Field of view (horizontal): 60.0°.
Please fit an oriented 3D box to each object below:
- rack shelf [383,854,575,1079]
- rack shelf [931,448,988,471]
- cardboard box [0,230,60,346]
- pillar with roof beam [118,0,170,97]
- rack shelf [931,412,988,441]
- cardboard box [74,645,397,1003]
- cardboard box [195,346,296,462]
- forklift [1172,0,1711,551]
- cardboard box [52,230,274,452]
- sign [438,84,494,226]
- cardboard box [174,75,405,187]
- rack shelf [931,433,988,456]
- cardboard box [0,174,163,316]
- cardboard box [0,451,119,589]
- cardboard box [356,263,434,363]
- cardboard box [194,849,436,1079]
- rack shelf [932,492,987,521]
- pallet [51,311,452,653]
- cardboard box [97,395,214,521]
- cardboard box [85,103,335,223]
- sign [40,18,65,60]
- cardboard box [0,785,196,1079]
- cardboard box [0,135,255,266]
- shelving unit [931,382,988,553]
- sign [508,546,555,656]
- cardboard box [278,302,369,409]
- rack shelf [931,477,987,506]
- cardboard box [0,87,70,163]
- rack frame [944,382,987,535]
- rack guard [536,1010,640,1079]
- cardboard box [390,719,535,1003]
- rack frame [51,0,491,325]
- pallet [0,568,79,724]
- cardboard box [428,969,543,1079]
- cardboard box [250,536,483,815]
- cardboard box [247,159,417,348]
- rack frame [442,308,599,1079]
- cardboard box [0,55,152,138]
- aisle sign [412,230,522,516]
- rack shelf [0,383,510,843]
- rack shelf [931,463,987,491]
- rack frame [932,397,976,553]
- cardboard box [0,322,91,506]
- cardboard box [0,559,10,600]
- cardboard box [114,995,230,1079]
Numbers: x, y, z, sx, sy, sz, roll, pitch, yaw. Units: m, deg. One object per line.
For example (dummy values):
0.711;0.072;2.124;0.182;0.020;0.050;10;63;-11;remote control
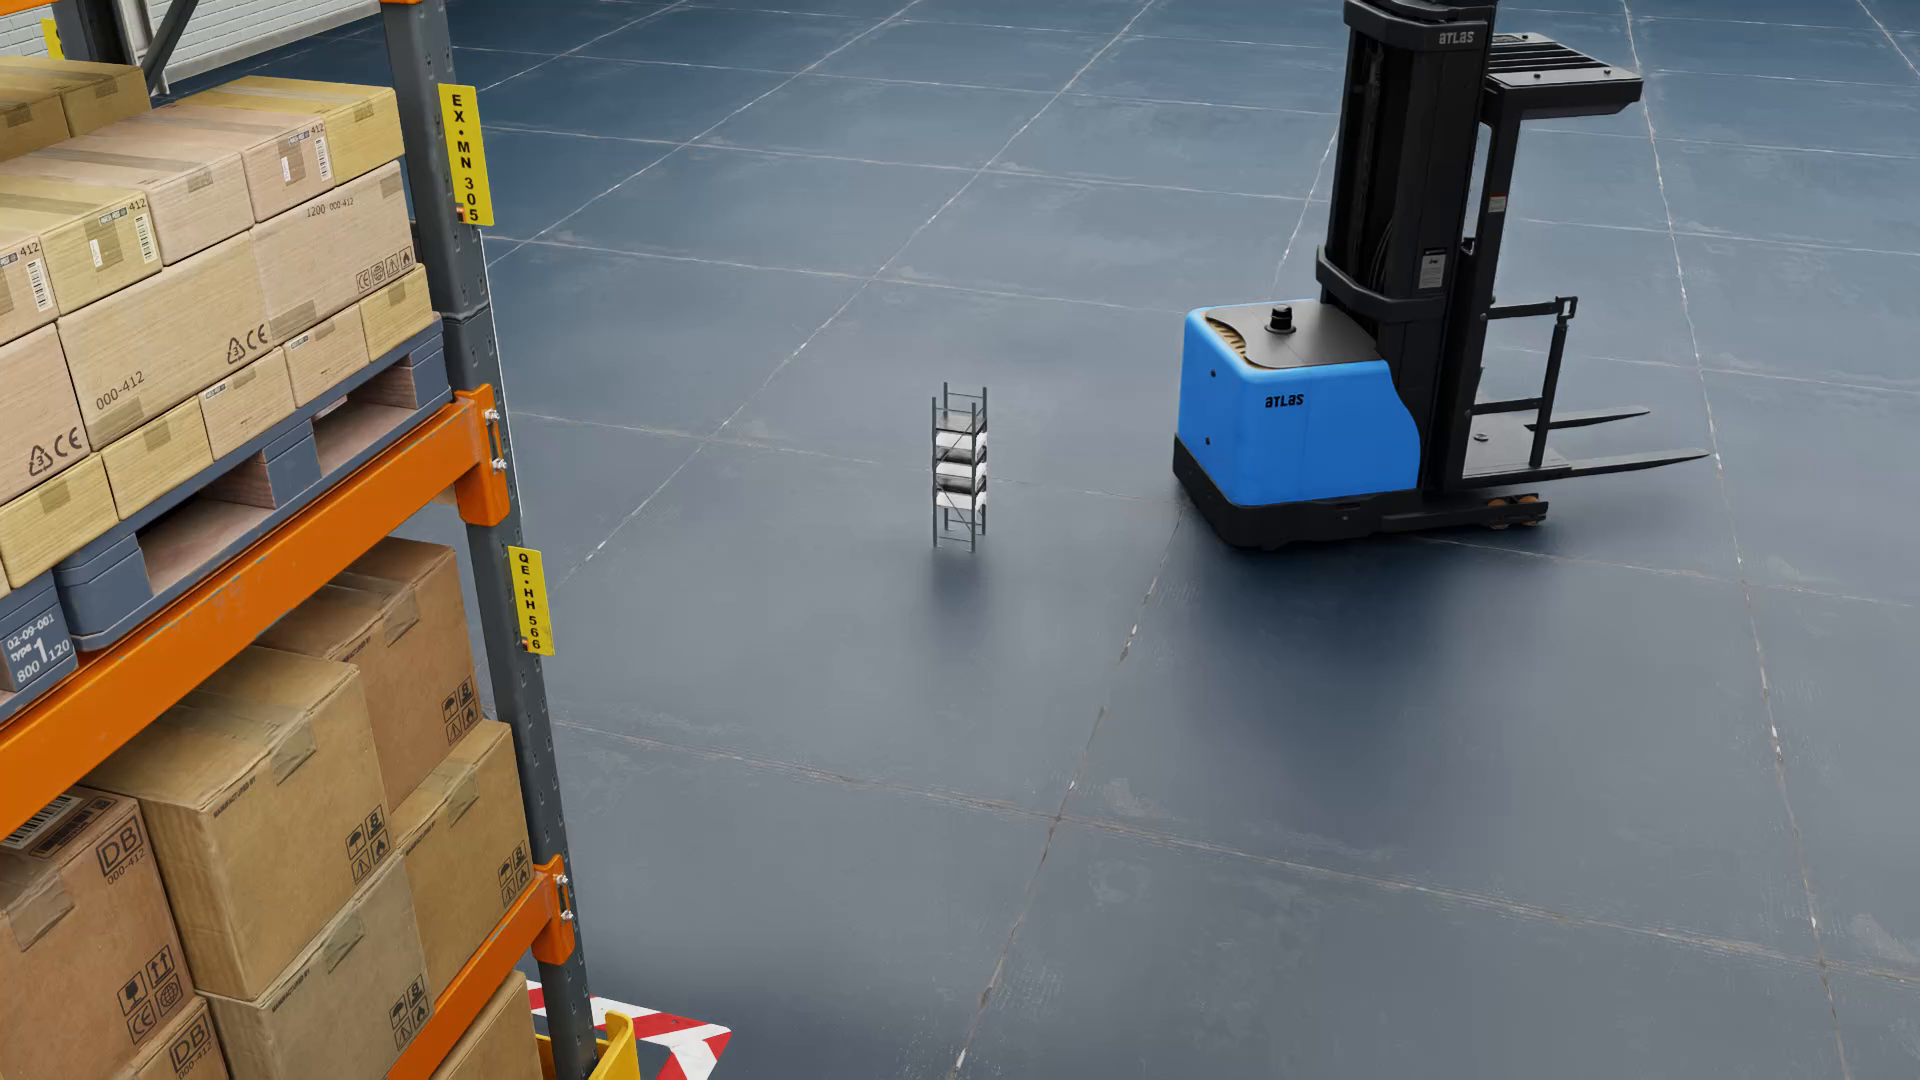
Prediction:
-2.246;1.934;3.427;1.077;0.370;4.000;8;30;15;rack shelf
-0.002;-0.439;8.997;0.258;0.077;0.200;8;30;15;rack shelf
-1.733;-0.410;2.719;0.380;0.149;0.250;9;30;15;cardboard box
-4.595;-8.064;14.490;9.100;9.000;0.400;8;30;15;pillar with roof beam
-0.002;-0.596;8.909;0.258;0.077;0.200;8;30;15;rack shelf
-1.878;0.589;3.841;0.875;0.550;0.550;8;30;15;cardboard box
-1.582;-0.298;3.339;0.380;0.149;0.250;9;30;16;cardboard box
2.830;-1.583;9.081;3.031;2.935;1.130;-6;30;-11;forklift
-1.683;-0.412;3.133;0.500;0.250;0.500;9;30;15;cardboard box
-1.145;-0.889;3.847;0.100;0.325;0.005;8;30;15;sign
-1.434;-0.881;3.566;0.380;0.149;0.250;9;30;15;cardboard box
-0.002;-0.518;8.953;0.258;0.077;0.200;8;30;15;rack shelf
-1.658;-0.526;2.927;0.380;0.149;0.250;9;30;16;cardboard box
-1.732;-0.062;2.913;0.380;0.149;0.250;8;30;14;cardboard box
-1.433;-0.535;3.764;0.380;0.149;0.250;8;30;15;cardboard box
-1.865;1.063;4.100;0.875;0.550;0.550;8;30;15;cardboard box
-0.002;-0.203;9.128;0.258;0.077;0.200;8;30;15;rack shelf
-1.867;-0.235;3.593;1.003;0.211;1.213;8;30;15;pallet
-1.657;-0.181;3.128;0.380;0.149;0.250;9;30;15;cardboard box
-1.508;-0.765;3.358;0.380;0.149;0.250;9;30;15;cardboard box
-2.188;-1.119;4.110;0.100;0.325;0.005;8;30;15;sign
-2.173;0.830;3.408;0.875;0.550;0.550;8;30;15;cardboard box
-1.584;-0.646;3.144;0.380;0.149;0.250;9;30;16;cardboard box
-0.002;-0.389;9.024;0.258;0.900;0.210;8;30;15;shelving unit
-1.145;0.165;4.433;0.100;0.325;0.005;8;30;15;sign
-1.508;-0.418;3.554;0.380;0.149;0.250;9;30;15;cardboard box
-0.002;-0.282;9.084;0.258;0.077;0.200;8;30;15;rack shelf
-2.136;-0.860;3.528;0.380;0.149;0.250;9;30;15;cardboard box
0.027;-0.437;9.109;0.240;0.900;0.006;8;30;15;rack frame
-1.652;1.772;5.551;1.175;0.500;0.348;8;30;15;rack guard
-1.725;0.804;4.565;0.875;0.550;0.550;8;30;15;cardboard box
-1.659;-1.931;3.465;1.000;3.000;0.127;8;30;15;rack frame
-2.223;0.334;2.571;1.003;0.211;1.213;8;30;15;pallet
-1.795;1.760;4.754;0.875;0.875;0.875;9;30;15;cardboard box
-1.805;0.320;4.324;0.875;0.550;0.550;8;30;15;cardboard box
-1.536;-0.645;3.551;0.500;0.250;0.500;9;30;16;cardboard box
-1.659;0.691;4.923;1.000;3.000;0.127;8;30;15;rack frame
-2.061;-0.976;3.738;0.380;0.149;0.250;9;30;15;cardboard box
-1.352;-0.436;4.273;0.394;0.787;0.004;8;30;15;aisle sign
-2.246;0.624;2.698;1.077;0.370;4.000;8;30;15;rack shelf
-0.002;-0.360;9.041;0.258;0.077;0.200;8;30;15;rack shelf
-0.032;-0.342;8.940;0.240;0.900;0.006;8;30;15;rack frame
-1.832;-0.179;2.714;0.500;0.250;0.500;8;30;15;cardboard box
-1.806;0.056;2.703;0.380;0.149;0.250;9;30;15;cardboard box
-2.150;1.305;3.664;0.875;0.550;0.550;8;30;15;cardboard box
